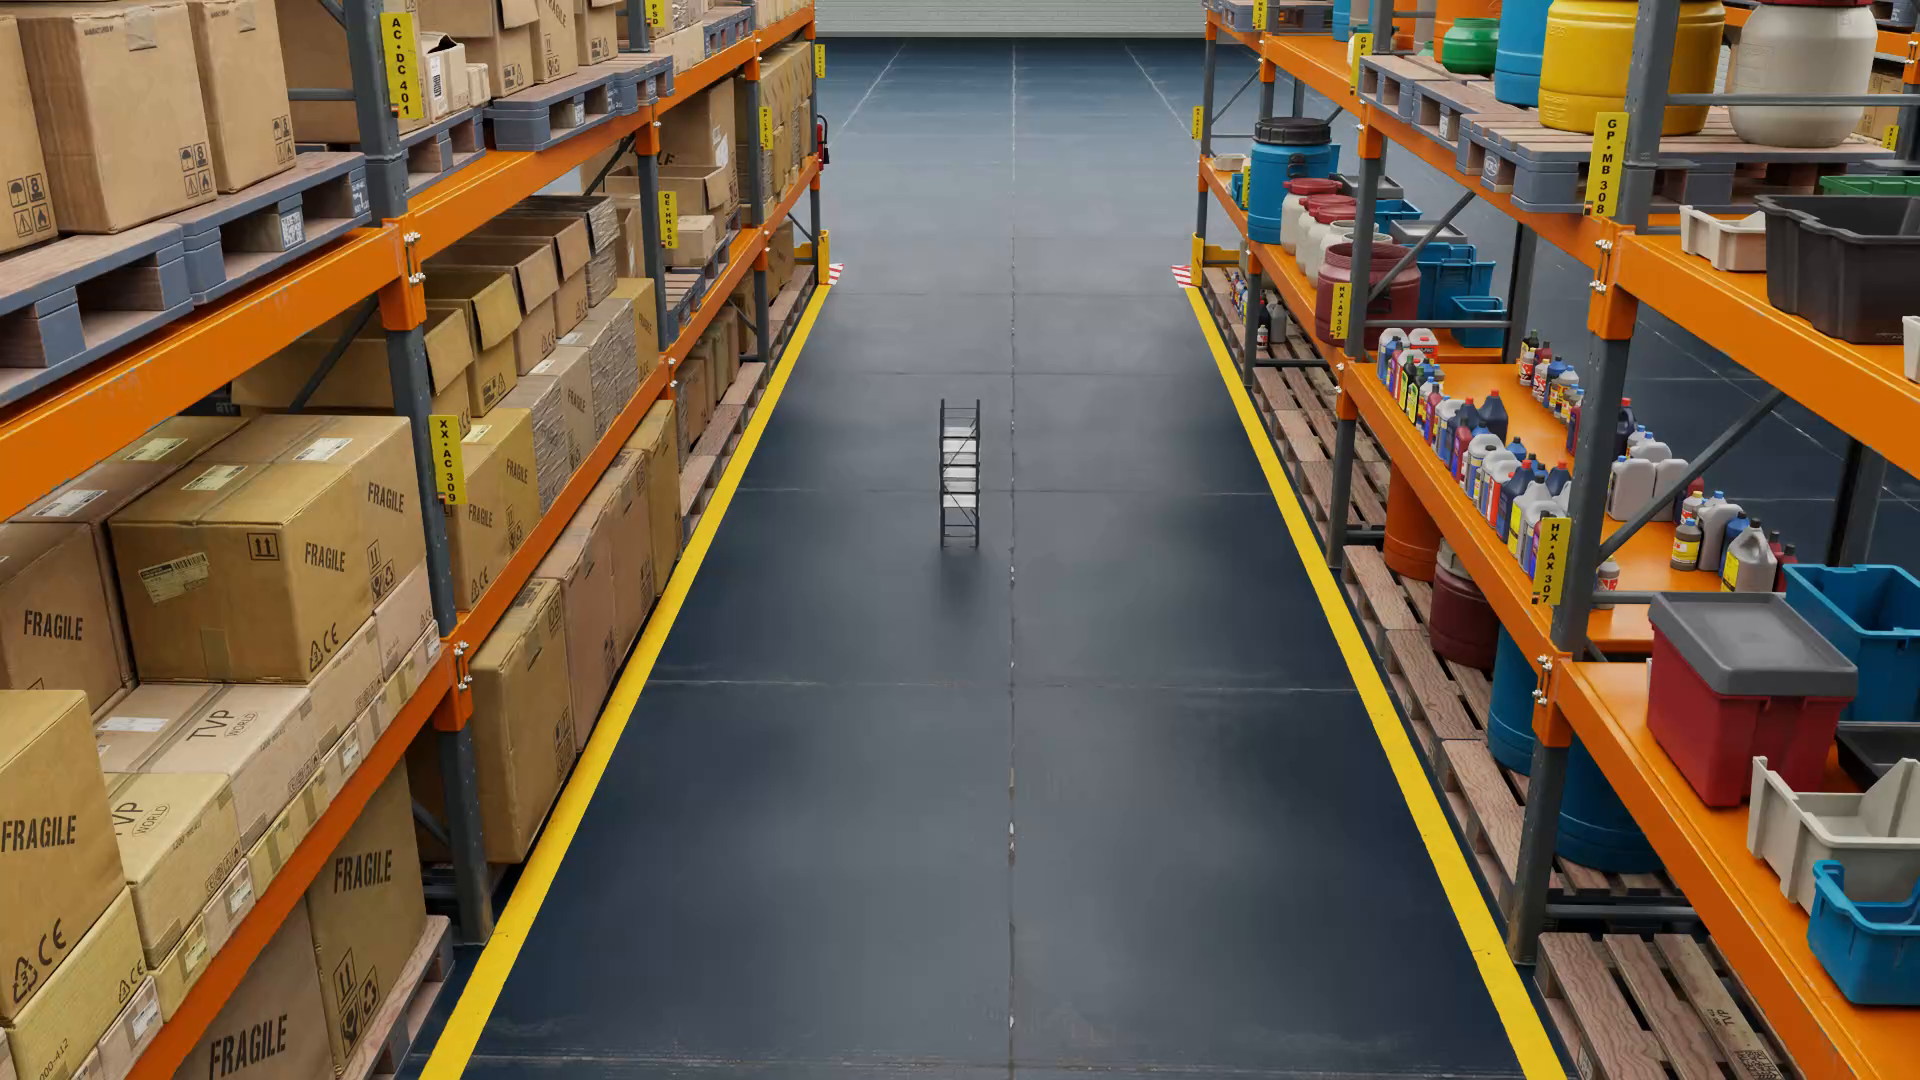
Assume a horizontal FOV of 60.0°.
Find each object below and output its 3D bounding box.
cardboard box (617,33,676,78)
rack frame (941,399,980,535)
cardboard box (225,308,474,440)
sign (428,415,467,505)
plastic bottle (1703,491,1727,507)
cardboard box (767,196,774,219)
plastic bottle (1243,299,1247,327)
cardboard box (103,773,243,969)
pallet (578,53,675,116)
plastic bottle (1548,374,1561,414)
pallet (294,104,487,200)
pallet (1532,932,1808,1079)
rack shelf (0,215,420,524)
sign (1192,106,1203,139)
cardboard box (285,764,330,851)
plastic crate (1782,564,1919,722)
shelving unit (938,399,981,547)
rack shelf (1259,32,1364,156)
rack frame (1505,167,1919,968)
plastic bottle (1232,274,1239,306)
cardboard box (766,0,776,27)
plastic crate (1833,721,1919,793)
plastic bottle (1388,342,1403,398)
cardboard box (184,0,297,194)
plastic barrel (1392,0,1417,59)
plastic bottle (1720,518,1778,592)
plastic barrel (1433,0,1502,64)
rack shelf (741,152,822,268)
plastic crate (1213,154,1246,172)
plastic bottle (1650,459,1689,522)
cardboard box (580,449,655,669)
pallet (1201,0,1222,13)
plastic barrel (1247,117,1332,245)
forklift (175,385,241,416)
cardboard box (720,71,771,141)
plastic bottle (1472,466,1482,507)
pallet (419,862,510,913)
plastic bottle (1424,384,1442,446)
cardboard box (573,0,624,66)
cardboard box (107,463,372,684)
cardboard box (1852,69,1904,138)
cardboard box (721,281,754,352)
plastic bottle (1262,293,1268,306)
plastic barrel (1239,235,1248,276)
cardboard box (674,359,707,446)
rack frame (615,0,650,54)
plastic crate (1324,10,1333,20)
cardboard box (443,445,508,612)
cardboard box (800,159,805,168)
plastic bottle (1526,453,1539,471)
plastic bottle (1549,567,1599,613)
[{"bbox_3d":[-1.948,-2.785,9.620,0.500,0.250,0.500,1,21,3],"label":"cardboard box"},{"bbox_3d":[0.003,-0.453,10.453,0.240,0.900,0.006,1,21,2],"label":"rack frame"},{"bbox_3d":[-2.327,-0.588,6.373,0.797,0.503,0.637,0,21,0],"label":"cardboard box"},{"bbox_3d":[-1.783,-0.278,5.792,0.100,0.325,0.005,1,21,2],"label":"sign"},{"bbox_3d":[3.050,-0.065,6.729,0.097,0.271,0.097,0,21,0],"label":"plastic bottle"},{"bbox_3d":[-1.767,-2.783,13.902,0.380,0.149,0.250,1,21,2],"label":"cardboard box"},{"bbox_3d":[2.603,-2.073,14.779,0.144,0.351,0.185,1,21,1],"label":"plastic bottle"},{"bbox_3d":[-2.136,0.806,4.102,0.500,0.250,0.500,0,21,1],"label":"cardboard box"},{"bbox_3d":[-2.183,-2.366,8.595,1.213,0.211,1.003,2,21,4],"label":"pallet"},{"bbox_3d":[3.111,-0.760,8.617,0.097,0.201,0.097,0,21,0],"label":"plastic bottle"},{"bbox_3d":[-2.359,-1.484,6.325,0.805,0.209,1.217,0,21,-1],"label":"pallet"},{"bbox_3d":[2.629,1.778,5.655,1.003,0.211,1.213,1,21,2],"label":"pallet"},{"bbox_3d":[-2.399,-0.183,3.701,1.077,0.370,4.000,1,21,2],"label":"rack shelf"},{"bbox_3d":[2.428,-4.264,16.988,0.100,0.325,0.005,1,21,2],"label":"sign"},{"bbox_3d":[-2.051,0.760,4.770,0.380,0.149,0.250,1,21,3],"label":"cardboard box"},{"bbox_3d":[2.939,0.364,5.384,0.392,0.384,0.575,1,21,2],"label":"plastic crate"},{"bbox_3d":[0.000,-0.417,10.359,0.258,0.900,0.210,1,21,2],"label":"shelving unit"},{"bbox_3d":[2.795,-3.021,11.015,1.077,0.370,4.000,1,21,2],"label":"rack shelf"},{"bbox_3d":[2.613,0.212,5.837,1.000,3.000,0.127,1,21,2],"label":"rack frame"},{"bbox_3d":[2.586,-2.332,15.540,0.061,0.283,0.133,1,21,3],"label":"plastic bottle"},{"bbox_3d":[-1.814,-4.415,13.822,0.500,0.250,0.500,0,21,1],"label":"cardboard box"},{"bbox_3d":[2.847,0.720,4.825,0.437,0.125,0.590,1,21,2],"label":"plastic crate"},{"bbox_3d":[2.343,-0.909,8.886,0.061,0.283,0.133,1,21,2],"label":"plastic bottle"},{"bbox_3d":[-2.302,-1.247,4.591,0.700,0.500,0.500,-1,21,-2],"label":"cardboard box"},{"bbox_3d":[2.996,-3.364,10.312,0.600,0.830,0.708,1,21,2],"label":"plastic barrel"},{"bbox_3d":[2.949,0.096,6.202,0.144,0.351,0.185,1,21,2],"label":"plastic bottle"},{"bbox_3d":[2.714,-2.824,8.339,0.600,0.830,0.708,1,21,2],"label":"plastic barrel"},{"bbox_3d":[-2.034,-3.123,15.426,1.077,0.370,4.000,1,21,2],"label":"rack shelf"},{"bbox_3d":[2.629,-3.684,16.242,0.298,0.136,0.250,1,21,2],"label":"plastic crate"},{"bbox_3d":[3.036,-0.228,7.142,0.152,0.276,0.135,1,21,2],"label":"plastic bottle"},{"bbox_3d":[-2.293,0.077,8.540,1.225,0.875,0.875,1,21,2],"label":"cardboard box"},{"bbox_3d":[2.855,-5.139,15.742,1.003,0.211,1.213,1,21,2],"label":"pallet"},{"bbox_3d":[2.542,-2.778,12.849,0.600,0.901,0.708,1,21,2],"label":"plastic barrel"},{"bbox_3d":[-4.642,-1.273,9.758,1.130,2.935,3.031,2,21,5],"label":"forklift"},{"bbox_3d":[-1.827,-3.547,13.591,0.500,0.500,0.500,1,21,2],"label":"cardboard box"},{"bbox_3d":[2.308,-0.247,7.294,0.097,0.201,0.097,0,21,0],"label":"plastic bottle"},{"bbox_3d":[-2.390,1.177,7.203,1.003,0.211,1.213,1,21,2],"label":"pallet"},{"bbox_3d":[2.317,-0.610,8.116,0.061,0.283,0.133,1,21,2],"label":"plastic bottle"},{"bbox_3d":[-2.163,-2.710,8.497,0.797,0.503,0.637,2,21,5],"label":"cardboard box"},{"bbox_3d":[-2.104,0.089,4.912,0.500,0.500,0.500,1,21,2],"label":"cardboard box"},{"bbox_3d":[7.828,-3.620,13.779,0.700,0.500,0.500,1,21,1],"label":"cardboard box"},{"bbox_3d":[-2.042,-1.910,14.180,0.500,0.500,0.500,0,21,0],"label":"cardboard box"},{"bbox_3d":[2.706,-2.050,14.812,0.061,0.283,0.133,1,21,2],"label":"plastic bottle"},{"bbox_3d":[3.034,-2.924,16.778,0.421,0.512,0.421,0,21,0],"label":"plastic barrel"},{"bbox_3d":[-2.201,-0.977,11.748,0.700,0.500,0.500,2,21,6],"label":"cardboard box"},{"bbox_3d":[-2.216,-4.086,8.619,1.000,3.000,0.127,1,21,2],"label":"rack frame"},{"bbox_3d":[3.176,-4.548,14.250,0.336,0.188,0.450,1,21,2],"label":"plastic crate"},{"bbox_3d":[-2.074,-0.053,6.381,0.500,0.500,0.500,1,21,2],"label":"cardboard box"},{"bbox_3d":[-1.740,-3.778,16.466,0.380,0.149,0.250,1,21,2],"label":"cardboard box"},{"bbox_3d":[2.457,-0.243,7.186,0.097,0.271,0.097,0,21,0],"label":"plastic bottle"},{"bbox_3d":[2.302,0.123,6.236,0.152,0.276,0.135,1,21,2],"label":"plastic bottle"}]
